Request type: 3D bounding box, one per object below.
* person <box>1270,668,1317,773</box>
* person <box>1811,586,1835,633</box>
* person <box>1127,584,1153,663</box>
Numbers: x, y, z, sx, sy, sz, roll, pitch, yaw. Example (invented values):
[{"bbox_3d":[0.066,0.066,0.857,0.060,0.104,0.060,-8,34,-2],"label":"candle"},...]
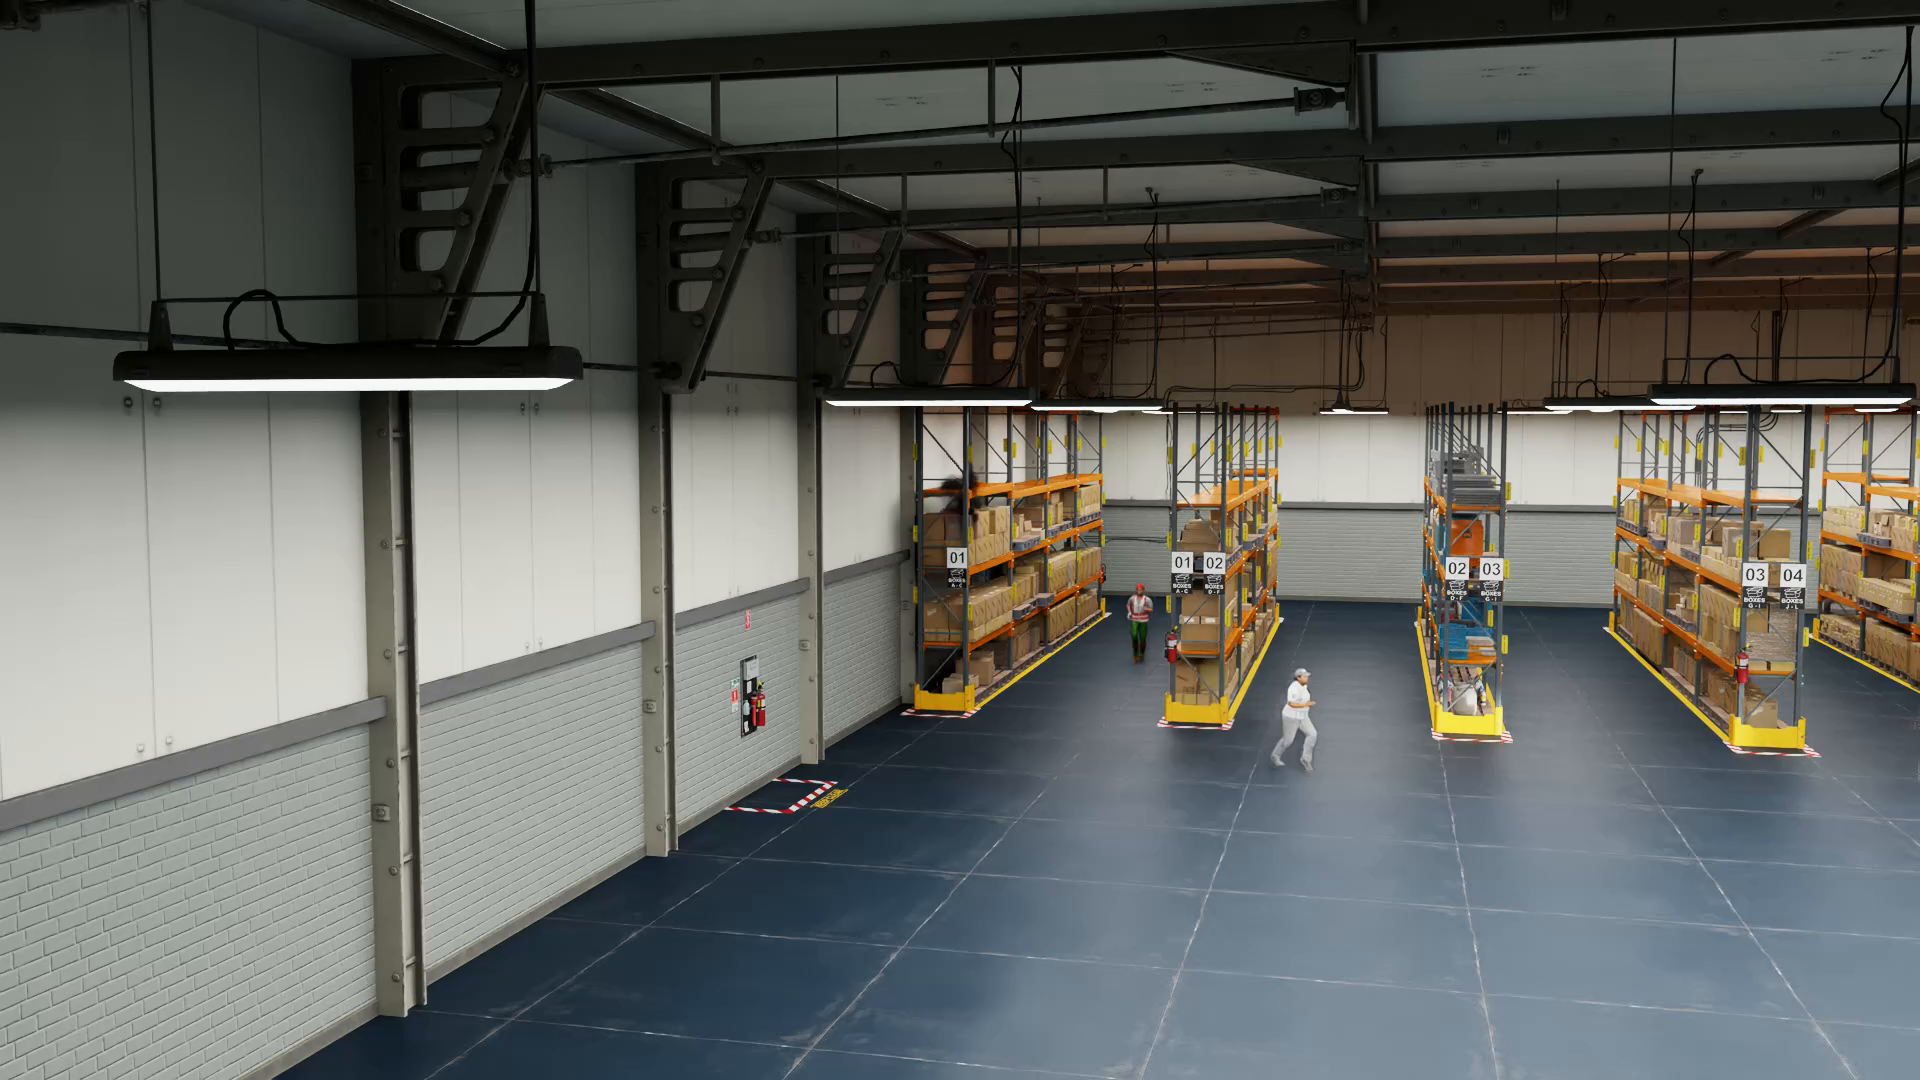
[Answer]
[{"bbox_3d":[5.411,2.915,26.977,0.830,1.705,0.626,4,6,40],"label":"person"},{"bbox_3d":[23.016,1.583,44.159,0.882,1.751,0.663,0,4,-2],"label":"person"},{"bbox_3d":[4.210,1.949,39.004,0.631,1.844,0.735,1,4,10],"label":"person"}]
